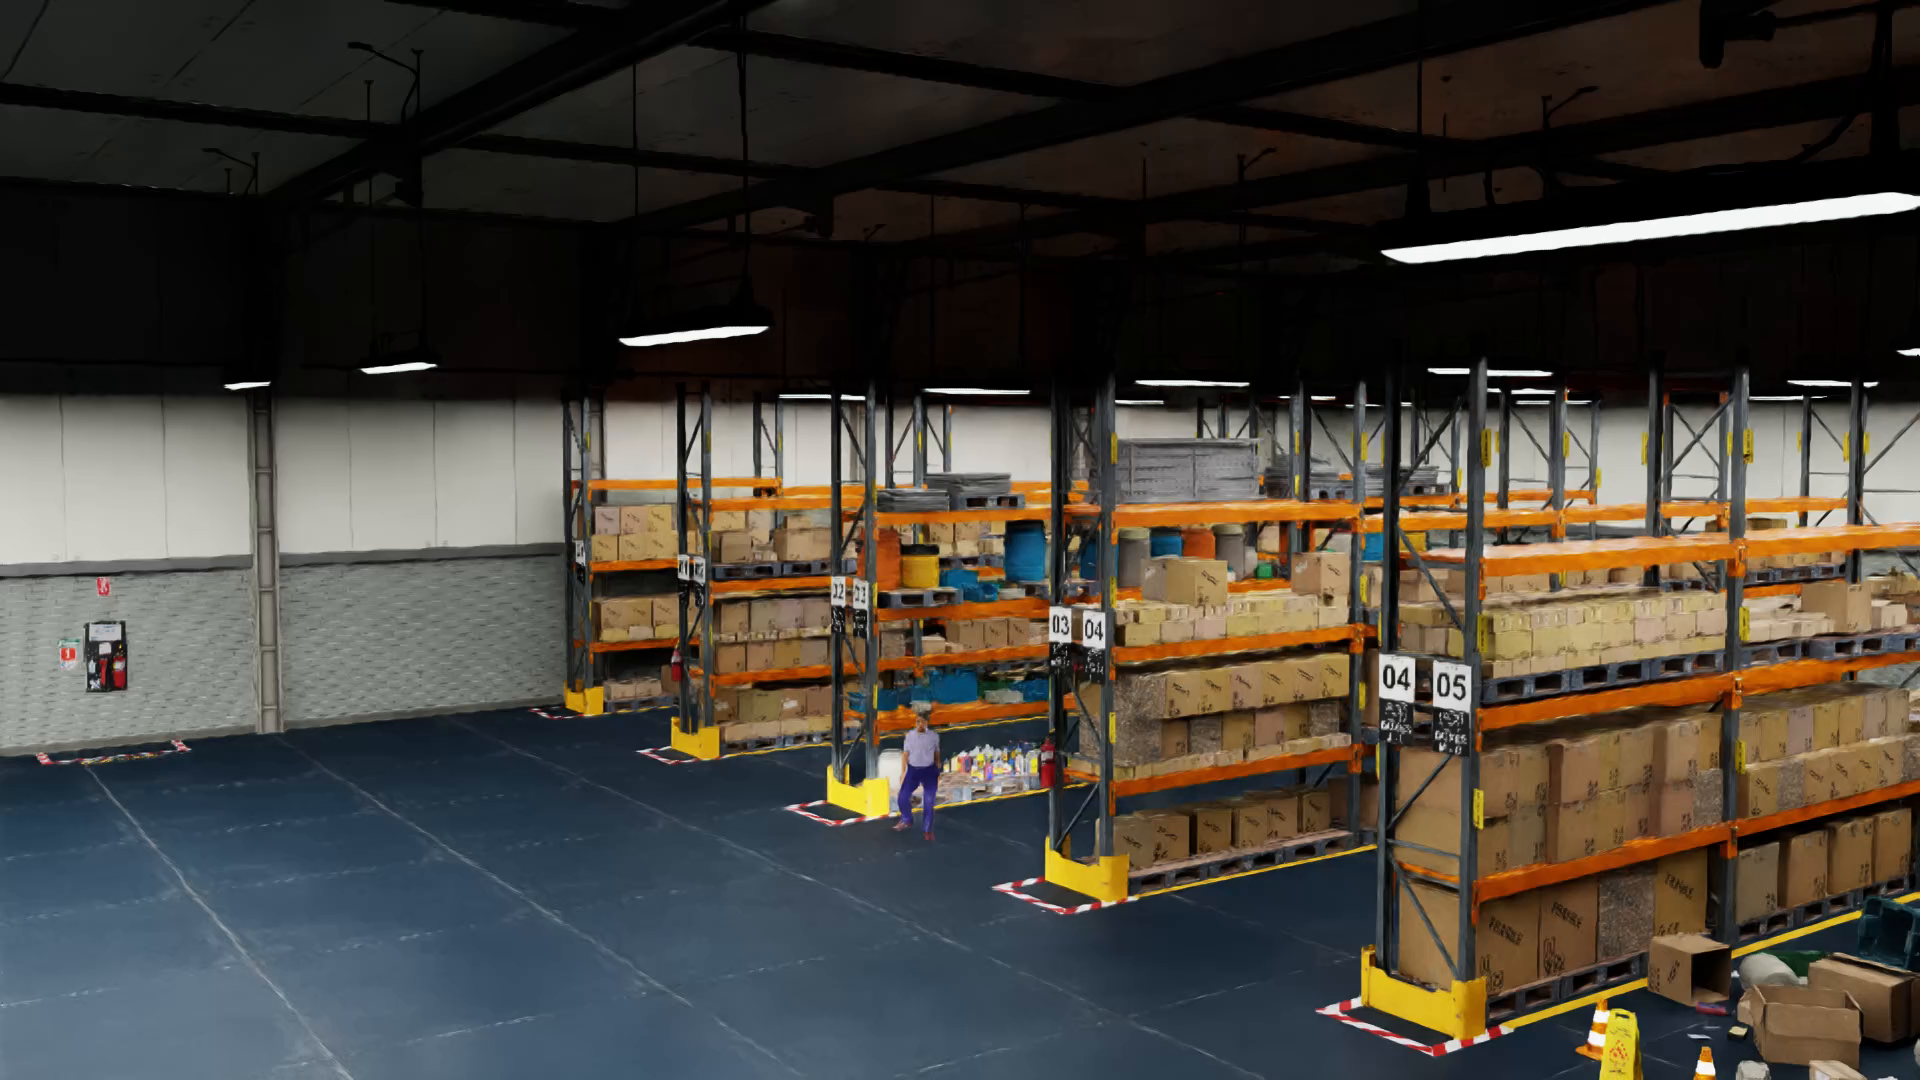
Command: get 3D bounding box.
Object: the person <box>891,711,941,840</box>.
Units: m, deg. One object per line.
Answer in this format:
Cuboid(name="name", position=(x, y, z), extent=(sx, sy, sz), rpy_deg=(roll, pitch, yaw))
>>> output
Cuboid(name="person", position=(-0.585, 2.984, 21.285), extent=(0.680, 1.640, 0.519), rpy_deg=(1, 4, 11))
